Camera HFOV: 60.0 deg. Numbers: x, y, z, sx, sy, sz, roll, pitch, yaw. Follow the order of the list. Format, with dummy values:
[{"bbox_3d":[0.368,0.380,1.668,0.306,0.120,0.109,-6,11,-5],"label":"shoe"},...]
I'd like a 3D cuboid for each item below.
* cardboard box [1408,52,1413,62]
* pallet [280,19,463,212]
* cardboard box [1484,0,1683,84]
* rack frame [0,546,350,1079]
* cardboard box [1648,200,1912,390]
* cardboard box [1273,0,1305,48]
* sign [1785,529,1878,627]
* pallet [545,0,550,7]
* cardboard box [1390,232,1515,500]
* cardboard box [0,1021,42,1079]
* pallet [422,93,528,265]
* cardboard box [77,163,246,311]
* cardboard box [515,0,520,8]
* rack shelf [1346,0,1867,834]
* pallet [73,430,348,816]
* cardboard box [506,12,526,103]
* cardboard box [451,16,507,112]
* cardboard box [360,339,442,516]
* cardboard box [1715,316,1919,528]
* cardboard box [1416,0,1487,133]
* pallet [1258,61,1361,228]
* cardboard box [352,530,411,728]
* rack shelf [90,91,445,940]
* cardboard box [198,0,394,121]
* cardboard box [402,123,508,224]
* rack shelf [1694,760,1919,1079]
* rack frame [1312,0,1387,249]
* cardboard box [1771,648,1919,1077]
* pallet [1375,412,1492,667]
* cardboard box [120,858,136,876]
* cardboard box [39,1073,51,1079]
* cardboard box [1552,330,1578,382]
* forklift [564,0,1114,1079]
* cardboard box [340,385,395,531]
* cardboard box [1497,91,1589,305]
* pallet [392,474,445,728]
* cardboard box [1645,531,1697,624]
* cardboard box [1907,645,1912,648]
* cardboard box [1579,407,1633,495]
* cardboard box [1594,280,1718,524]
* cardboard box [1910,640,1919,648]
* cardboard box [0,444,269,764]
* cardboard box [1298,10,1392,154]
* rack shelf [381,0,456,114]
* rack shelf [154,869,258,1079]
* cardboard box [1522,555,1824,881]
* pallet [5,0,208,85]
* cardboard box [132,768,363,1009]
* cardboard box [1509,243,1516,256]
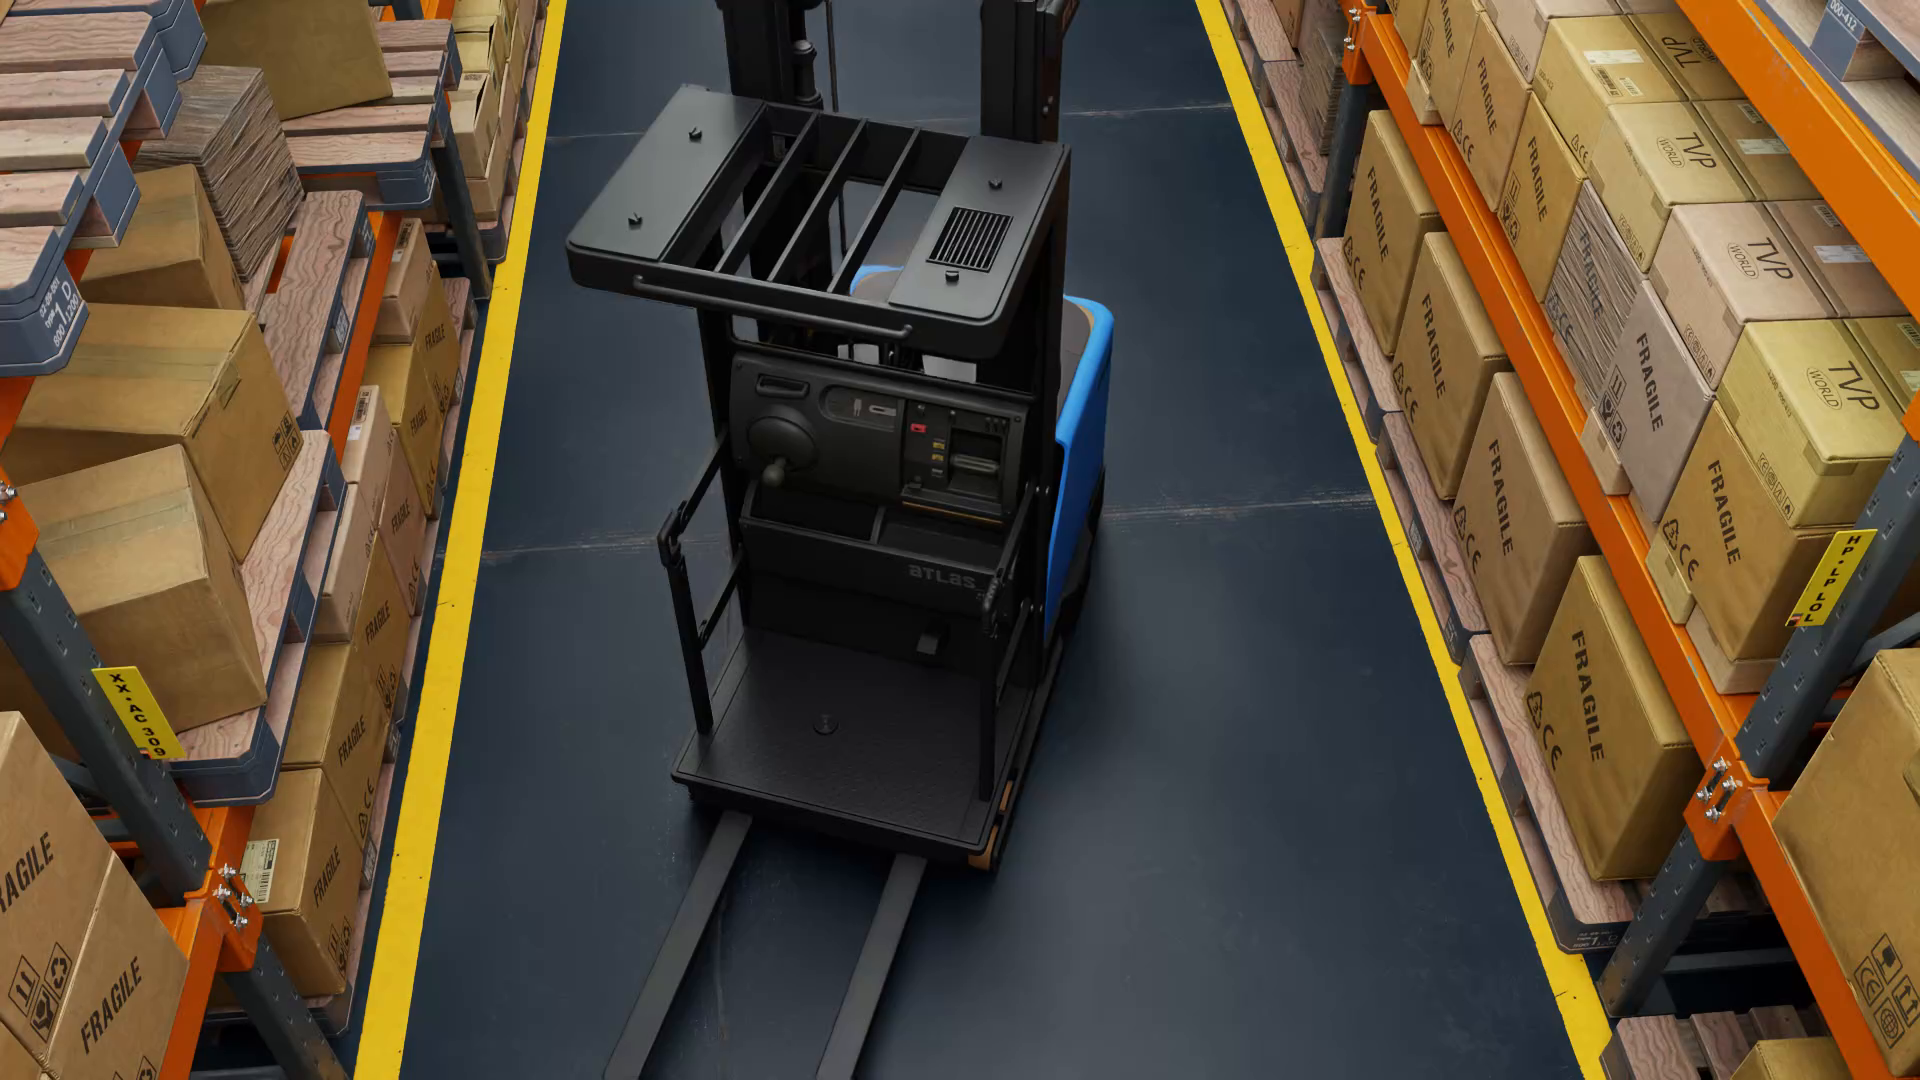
[{"bbox_3d":[2.034,-1.957,6.697,0.380,0.149,0.250,-3,47,-3],"label":"cardboard box"},{"bbox_3d":[-2.584,-1.616,6.346,1.213,0.211,1.003,-3,47,-3],"label":"pallet"},{"bbox_3d":[2.097,-1.778,5.564,0.500,0.250,0.500,-3,47,-3],"label":"cardboard box"},{"bbox_3d":[-2.373,0.726,3.996,0.949,2.616,0.053,-3,47,-3],"label":"rack frame"},{"bbox_3d":[2.232,-0.672,4.516,0.500,0.250,0.500,-3,47,-2],"label":"cardboard box"},{"bbox_3d":[2.116,-3.019,8.961,0.700,0.500,0.500,-4,47,-4],"label":"cardboard box"},{"bbox_3d":[2.020,0.092,3.854,0.100,0.325,0.005,-3,47,-3],"label":"sign"},{"bbox_3d":[-2.945,-3.572,9.988,1.003,0.211,1.213,-3,47,-3],"label":"pallet"},{"bbox_3d":[2.223,-0.703,6.541,0.750,0.750,0.750,-4,47,-3],"label":"cardboard box"},{"bbox_3d":[-2.030,1.069,2.914,0.500,0.500,0.500,-4,47,-4],"label":"cardboard box"},{"bbox_3d":[-2.741,-1.807,8.316,1.003,0.211,1.213,-3,47,-3],"label":"pallet"},{"bbox_3d":[-2.586,-0.727,5.014,0.700,0.500,0.500,-14,48,-13],"label":"cardboard box"},{"bbox_3d":[-2.599,-3.077,8.816,0.500,0.311,0.500,-4,47,-4],"label":"cardboard box"},{"bbox_3d":[2.392,-0.777,5.916,1.077,0.370,4.000,-3,47,-3],"label":"rack shelf"},{"bbox_3d":[-2.334,0.208,4.620,1.003,0.211,1.213,-3,47,-3],"label":"pallet"},{"bbox_3d":[-2.555,-2.503,8.659,0.500,0.250,0.500,-5,47,-4],"label":"cardboard box"},{"bbox_3d":[-2.515,-2.336,8.115,0.500,0.311,0.500,-5,47,-4],"label":"cardboard box"},{"bbox_3d":[-2.356,-0.423,6.503,0.500,0.500,0.500,-5,47,-5],"label":"cardboard box"},{"bbox_3d":[2.266,-0.301,4.165,0.500,0.250,0.500,-2,47,-2],"label":"cardboard box"},{"bbox_3d":[2.045,-1.869,6.166,0.500,0.500,0.500,-2,47,-2],"label":"cardboard box"},{"bbox_3d":[2.161,-2.078,8.573,1.003,0.211,1.213,-3,47,-3],"label":"pallet"},{"bbox_3d":[-2.264,0.323,5.797,0.500,0.500,0.500,-3,47,-3],"label":"cardboard box"},{"bbox_3d":[-2.544,-0.473,5.628,1.077,0.370,4.000,-3,47,-3],"label":"rack shelf"},{"bbox_3d":[-2.546,-1.898,6.123,0.700,0.500,0.500,-18,49,-16],"label":"cardboard box"},{"bbox_3d":[-2.462,-1.763,7.959,0.500,0.250,0.500,-4,47,-3],"label":"cardboard box"},{"bbox_3d":[2.727,2.117,3.175,1.077,0.370,4.000,-3,47,-3],"label":"rack shelf"},{"bbox_3d":[2.225,-2.472,7.025,1.000,3.000,0.127,-3,47,-3],"label":"rack frame"},{"bbox_3d":[2.589,0.713,3.802,0.980,0.700,0.700,-3,47,-3],"label":"cardboard box"},{"bbox_3d":[2.315,-0.057,6.659,1.003,0.211,1.213,-3,47,-3],"label":"pallet"},{"bbox_3d":[-2.703,1.095,5.066,0.500,0.500,0.500,-4,47,-4],"label":"cardboard box"},{"bbox_3d":[-2.034,1.411,3.279,0.500,0.500,0.500,-2,47,-2],"label":"cardboard box"},{"bbox_3d":[2.187,-0.647,5.456,0.380,0.149,0.250,-5,47,-4],"label":"cardboard box"},{"bbox_3d":[-0.316,-0.207,4.928,1.130,2.935,3.031,12,48,11],"label":"forklift"},{"bbox_3d":[-2.300,-0.274,5.846,0.500,0.250,0.500,-4,47,-4],"label":"cardboard box"},{"bbox_3d":[2.137,-1.133,5.470,0.500,0.500,0.500,-2,47,-2],"label":"cardboard box"},{"bbox_3d":[-2.587,0.214,6.402,1.003,0.211,1.213,-3,47,-3],"label":"pallet"},{"bbox_3d":[2.205,0.093,4.755,0.380,0.149,0.250,-3,47,-3],"label":"cardboard box"},{"bbox_3d":[2.729,0.248,4.609,0.380,0.149,0.250,-5,47,-5],"label":"cardboard box"},{"bbox_3d":[2.147,-0.284,5.113,0.380,0.149,0.250,-3,47,-3],"label":"cardboard box"},{"bbox_3d":[2.217,-0.408,4.783,0.500,0.500,0.500,-3,47,-3],"label":"cardboard box"},{"bbox_3d":[2.772,-0.069,4.462,0.500,0.500,0.500,-5,47,-5],"label":"cardboard box"},{"bbox_3d":[-2.193,0.191,4.145,0.700,0.500,0.500,-18,49,-16],"label":"cardboard box"},{"bbox_3d":[2.113,-2.281,8.263,0.700,0.500,0.500,-3,47,-3],"label":"cardboard box"},{"bbox_3d":[-2.879,-3.367,8.369,1.077,0.370,4.000,-3,47,-3],"label":"rack shelf"},{"bbox_3d":[-2.209,2.421,2.887,1.077,0.370,4.000,-3,47,-3],"label":"rack shelf"},{"bbox_3d":[2.376,0.555,5.350,0.750,0.750,0.750,-3,47,-3],"label":"cardboard box"},{"bbox_3d":[-2.451,-1.467,4.137,1.213,0.211,1.003,-3,47,-3],"label":"pallet"},{"bbox_3d":[-2.174,1.070,5.090,0.500,0.500,0.500,-5,47,-5],"label":"cardboard box"},{"bbox_3d":[2.161,-1.031,5.819,0.380,0.149,0.250,-3,47,-3],"label":"cardboard box"}]
